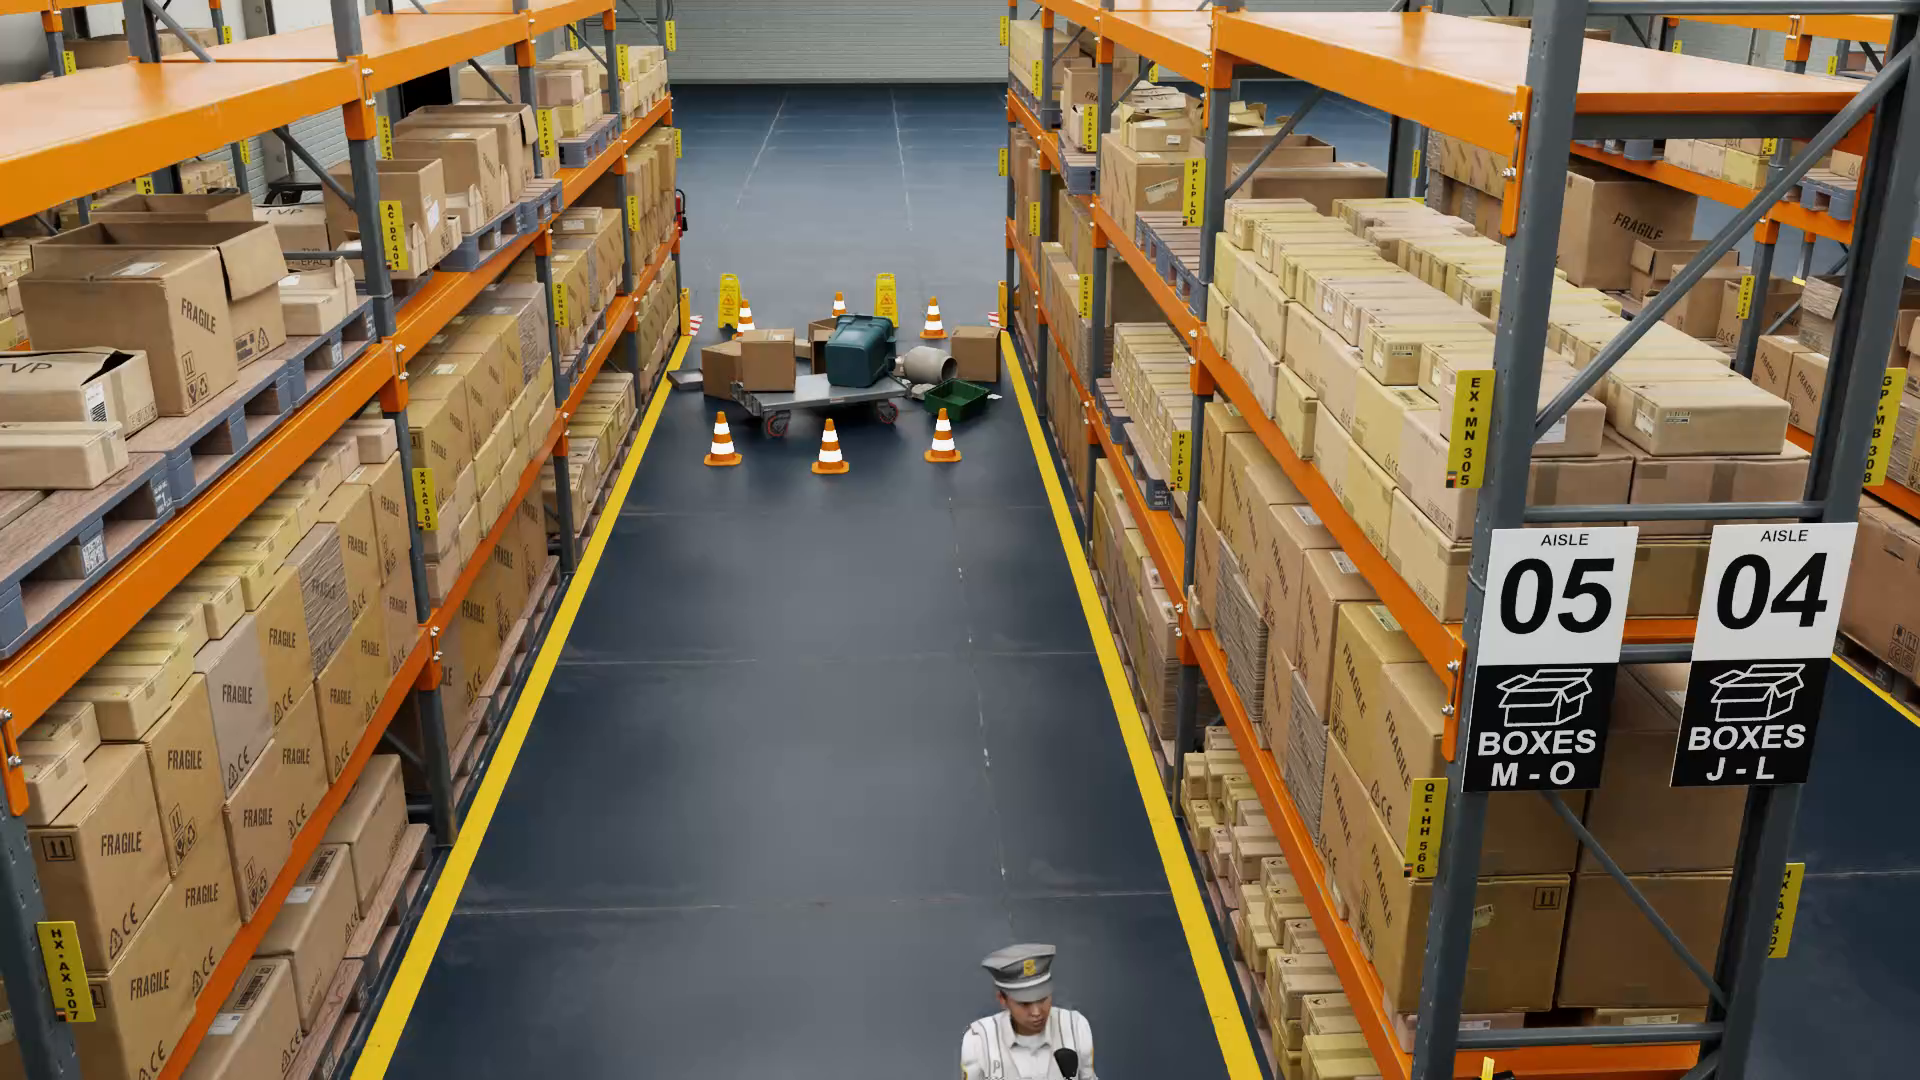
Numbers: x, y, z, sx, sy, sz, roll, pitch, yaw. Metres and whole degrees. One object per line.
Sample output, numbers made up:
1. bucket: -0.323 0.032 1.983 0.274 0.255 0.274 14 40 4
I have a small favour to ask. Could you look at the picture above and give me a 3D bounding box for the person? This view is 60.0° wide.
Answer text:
1. person: -1.020 -0.711 9.581 5.685 2.349 21.759 -2 21 -4
